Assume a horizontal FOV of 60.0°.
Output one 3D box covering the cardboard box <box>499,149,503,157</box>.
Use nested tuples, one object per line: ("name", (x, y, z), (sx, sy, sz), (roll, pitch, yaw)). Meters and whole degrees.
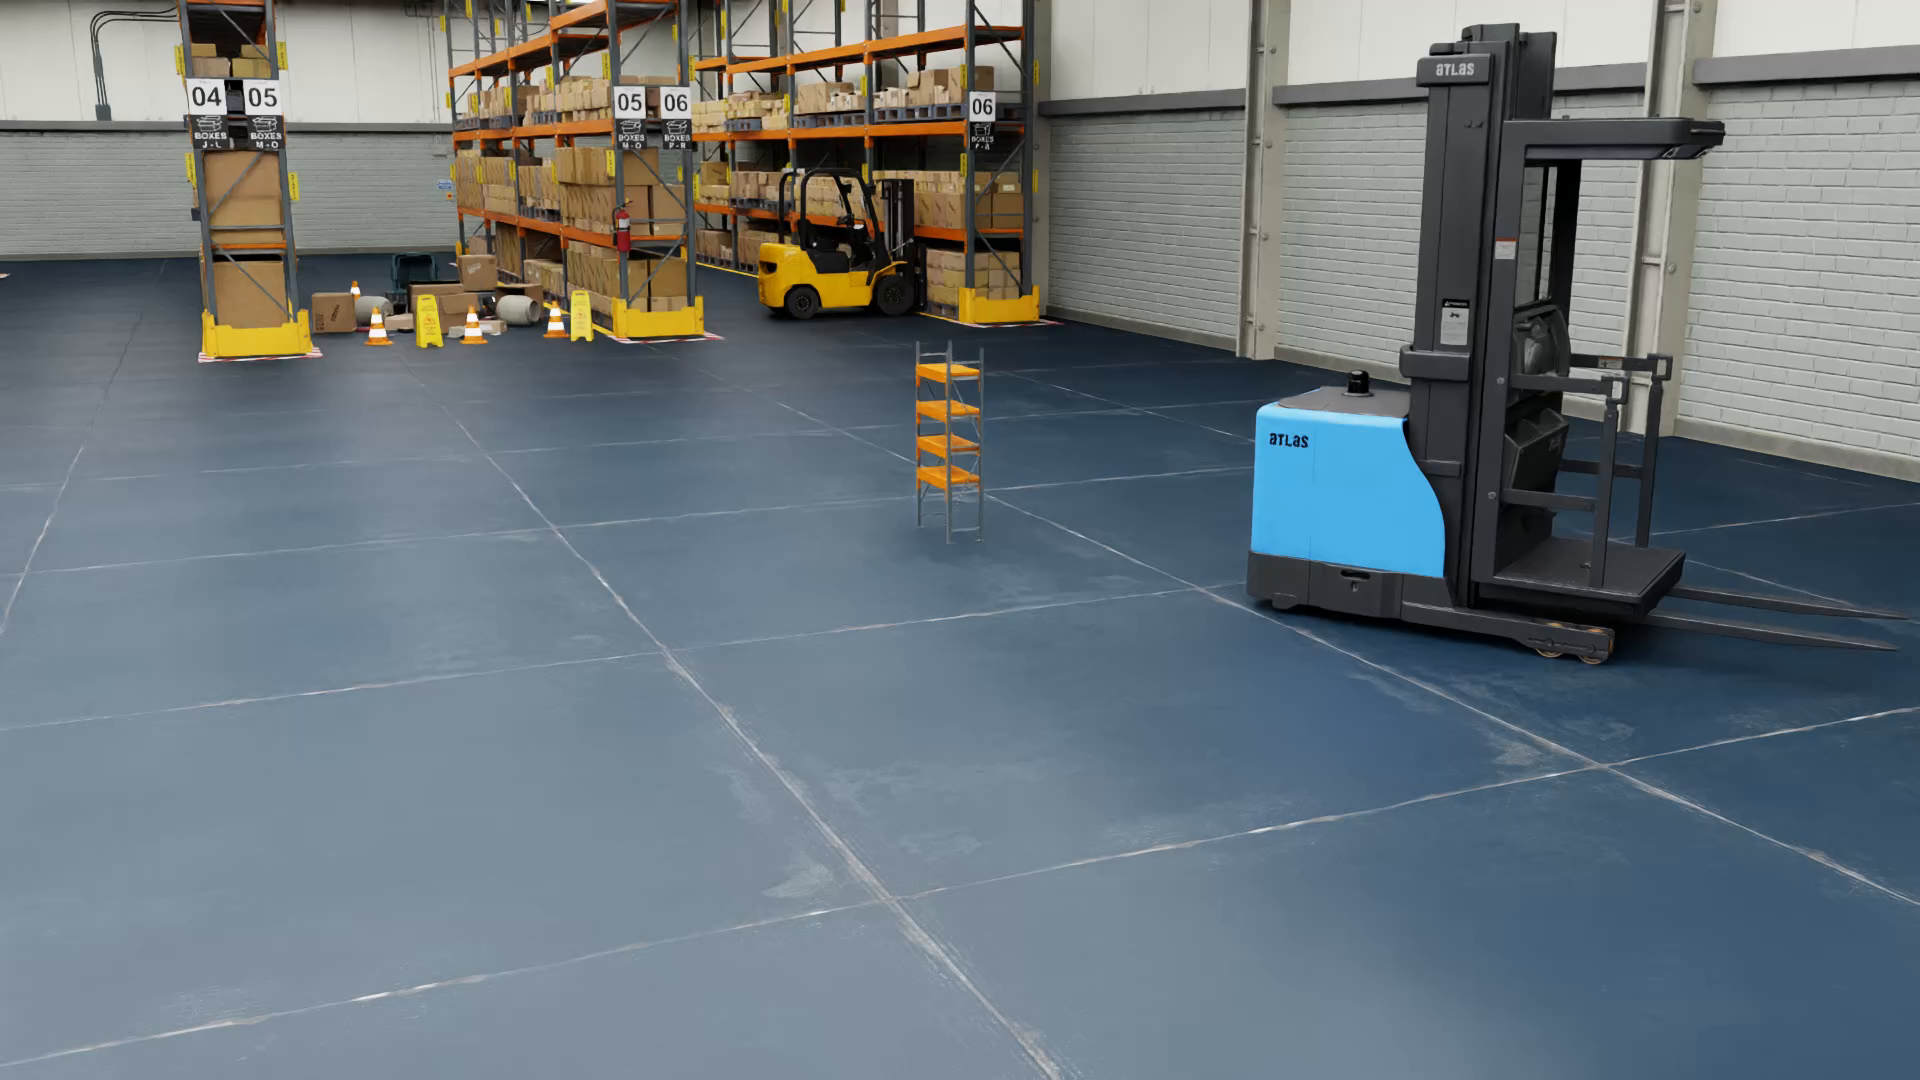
("cardboard box", (-9.218, -7.619, 32.760), (0.380, 0.149, 0.250), (-5, 14, -22))

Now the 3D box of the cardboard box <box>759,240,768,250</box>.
("cardboard box", (-3.642, -5.663, 32.800), (0.500, 0.500, 0.500), (-6, 14, -25))

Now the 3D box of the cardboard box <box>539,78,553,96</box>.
("cardboard box", (-6.370, -7.169, 26.332), (0.500, 0.250, 0.500), (-5, 14, -22))

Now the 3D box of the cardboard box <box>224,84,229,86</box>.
("cardboard box", (-9.538, -5.895, 21.054), (0.500, 0.250, 0.500), (-5, 14, -22))

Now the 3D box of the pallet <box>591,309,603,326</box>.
("pallet", (-4.798, -3.269, 24.025), (1.003, 0.211, 1.213), (-6, 14, -23))

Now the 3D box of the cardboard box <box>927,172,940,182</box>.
("cardboard box", (-0.274, -5.404, 24.748), (0.380, 0.149, 0.250), (-5, 14, -22))

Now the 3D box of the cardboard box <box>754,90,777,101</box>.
("cardboard box", (-3.928, -8.948, 33.551), (0.396, 0.266, 0.258), (-6, 14, -23))

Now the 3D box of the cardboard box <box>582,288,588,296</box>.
("cardboard box", (-5.164, -3.515, 24.073), (0.500, 0.250, 0.500), (-6, 14, -24))

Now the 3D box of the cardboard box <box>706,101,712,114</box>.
("cardboard box", (-5.079, -9.186, 35.320), (0.500, 0.250, 0.500), (-5, 14, -22))

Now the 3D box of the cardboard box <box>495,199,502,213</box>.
("cardboard box", (-8.271, -6.162, 30.675), (0.500, 0.250, 0.500), (-6, 14, -24))

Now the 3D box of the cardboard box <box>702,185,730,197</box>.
("cardboard box", (-5.285, -7.585, 36.164), (0.500, 0.250, 0.500), (-6, 14, -24))

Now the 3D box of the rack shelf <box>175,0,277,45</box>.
("rack shelf", (-9.286, -6.512, 21.030), (1.077, 0.370, 4.000), (-6, 14, -23))

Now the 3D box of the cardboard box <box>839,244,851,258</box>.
("cardboard box", (-1.569, -4.780, 28.705), (0.875, 0.625, 0.625), (-6, 14, -24))

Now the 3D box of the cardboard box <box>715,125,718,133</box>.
("cardboard box", (-4.954, -8.662, 35.049), (0.380, 0.149, 0.250), (-6, 14, -23))

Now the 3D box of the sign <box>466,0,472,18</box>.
("sign", (-9.315, -10.078, 31.534), (0.100, 0.325, 0.005), (-6, 14, -23))

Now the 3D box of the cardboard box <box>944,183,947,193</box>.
("cardboard box", (-0.016, -5.158, 24.345), (0.380, 0.149, 0.250), (-5, 14, -22))

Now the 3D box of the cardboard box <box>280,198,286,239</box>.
("cardboard box", (-9.024, -4.105, 21.123), (0.875, 0.550, 0.550), (-6, 14, -23))

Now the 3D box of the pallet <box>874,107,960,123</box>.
("pallet", (-0.680, -6.709, 26.248), (1.003, 0.211, 1.213), (-6, 14, -23))

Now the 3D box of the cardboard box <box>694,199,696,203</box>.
("cardboard box", (-5.828, -7.680, 37.459), (0.380, 0.149, 0.250), (-5, 14, -22))

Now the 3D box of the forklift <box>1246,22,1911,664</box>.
("forklift", (3.034, -0.978, 8.097), (3.031, 2.935, 1.130), (8, 15, 32))

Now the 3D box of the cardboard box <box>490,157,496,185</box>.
("cardboard box", (-8.456, -6.881, 31.008), (0.500, 0.500, 0.500), (-6, 14, -24))

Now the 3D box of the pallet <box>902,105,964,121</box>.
("pallet", (-0.195, -6.457, 25.161), (1.003, 0.211, 1.213), (-6, 14, -23))

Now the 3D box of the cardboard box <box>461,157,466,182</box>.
("cardboard box", (-10.041, -7.694, 34.521), (0.500, 0.500, 0.500), (-6, 14, -23))

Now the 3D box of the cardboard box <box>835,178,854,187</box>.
("cardboard box", (-1.925, -6.141, 28.591), (0.380, 0.149, 0.250), (-5, 14, -22))

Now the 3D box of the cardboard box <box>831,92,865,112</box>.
("cardboard box", (-1.866, -7.422, 28.177), (0.500, 0.311, 0.500), (-6, 14, -25))

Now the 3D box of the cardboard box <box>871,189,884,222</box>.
("cardboard box", (-1.107, -5.398, 26.818), (0.500, 0.500, 0.500), (-6, 14, -25))

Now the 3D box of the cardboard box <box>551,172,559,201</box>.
("cardboard box", (-5.987, -5.488, 25.618), (0.500, 0.500, 0.500), (-6, 14, -24))

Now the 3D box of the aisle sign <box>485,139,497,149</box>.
("aisle sign", (-10.144, -8.804, 35.991), (0.394, 0.787, 0.004), (-6, 14, -23))

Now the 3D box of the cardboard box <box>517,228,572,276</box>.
("cardboard box", (-7.395, -5.161, 29.799), (0.875, 0.875, 0.875), (-6, 14, -23))

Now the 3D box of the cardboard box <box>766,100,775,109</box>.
("cardboard box", (-3.473, -8.279, 31.624), (0.380, 0.149, 0.250), (-6, 14, -24))

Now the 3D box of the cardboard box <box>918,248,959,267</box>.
("cardboard box", (-0.335, -4.265, 25.096), (0.500, 0.250, 0.500), (-5, 14, -22))

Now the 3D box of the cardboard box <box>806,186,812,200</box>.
("cardboard box", (-2.494, -6.244, 29.920), (0.500, 0.250, 0.500), (-5, 14, -21))

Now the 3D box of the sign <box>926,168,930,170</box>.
("sign", (-0.538, -5.975, 27.439), (0.100, 0.325, 0.005), (-6, 14, -23))

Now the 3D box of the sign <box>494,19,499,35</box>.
("sign", (-9.896, -10.957, 35.508), (0.100, 0.325, 0.005), (-6, 14, -23))

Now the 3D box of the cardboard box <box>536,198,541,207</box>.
("cardboard box", (-6.825, -5.616, 27.610), (0.380, 0.149, 0.250), (-5, 14, -20))

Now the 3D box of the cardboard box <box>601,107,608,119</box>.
("cardboard box", (-4.519, -5.625, 21.925), (0.380, 0.149, 0.250), (-6, 14, -23))

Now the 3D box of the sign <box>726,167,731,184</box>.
("sign", (-4.744, -7.488, 34.153), (0.100, 0.325, 0.005), (-6, 14, -23))

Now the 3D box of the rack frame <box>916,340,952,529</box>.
("rack frame", (-0.164, -0.669, 10.600), (0.240, 1.200, 0.015), (-6, 14, -23))

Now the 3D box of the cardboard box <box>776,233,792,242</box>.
("cardboard box", (-3.345, -5.843, 32.139), (0.380, 0.149, 0.250), (-5, 14, -21))

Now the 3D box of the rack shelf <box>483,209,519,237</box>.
("rack shelf", (-7.995, -5.904, 30.824), (1.077, 0.370, 4.000), (-6, 14, -23))

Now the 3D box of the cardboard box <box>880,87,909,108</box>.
("cardboard box", (-0.935, -6.942, 26.103), (0.500, 0.311, 0.500), (-5, 14, -22))

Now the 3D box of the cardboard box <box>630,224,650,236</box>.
("cardboard box", (-4.335, -4.124, 22.095), (0.380, 0.149, 0.250), (-5, 14, -21))

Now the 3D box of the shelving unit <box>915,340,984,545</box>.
("shelving unit", (-0.066, -0.619, 10.382), (0.258, 1.200, 0.503), (-6, 14, -23))

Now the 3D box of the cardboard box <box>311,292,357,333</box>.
("cardboard box", (-8.525, -3.103, 22.662), (0.500, 0.500, 0.500), (-3, 13, -13))

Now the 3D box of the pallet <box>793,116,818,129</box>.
("pallet", (-2.294, -7.528, 30.010), (1.213, 0.211, 1.003), (-5, 14, -20))

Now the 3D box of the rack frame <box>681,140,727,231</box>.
("rack frame", (-5.852, -7.944, 38.040), (1.000, 3.000, 0.127), (-6, 14, -23))

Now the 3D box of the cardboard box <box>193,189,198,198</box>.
("cardboard box", (-12.304, -5.662, 27.147), (0.380, 0.149, 0.250), (-5, 14, -22))

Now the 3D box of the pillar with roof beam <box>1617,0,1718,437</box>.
("pillar with roof beam", (1.966, -4.918, 11.662), (9.100, 9.000, 0.400), (-6, 14, -23))

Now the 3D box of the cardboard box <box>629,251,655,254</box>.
("cardboard box", (-4.698, -3.937, 24.234), (0.500, 0.500, 0.500), (-5, 14, -20))

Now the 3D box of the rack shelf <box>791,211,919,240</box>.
("rack shelf", (-1.847, -5.527, 29.194), (1.077, 0.370, 4.000), (-6, 14, -23))

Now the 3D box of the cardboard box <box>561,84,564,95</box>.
("cardboard box", (-5.634, -6.597, 24.358), (0.380, 0.149, 0.250), (-5, 14, -21))

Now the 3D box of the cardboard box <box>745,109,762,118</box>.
("cardboard box", (-3.990, -8.348, 32.538), (0.380, 0.149, 0.250), (-5, 14, -22))

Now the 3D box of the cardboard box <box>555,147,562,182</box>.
("cardboard box", (-5.614, -5.586, 24.752), (0.700, 0.500, 0.500), (-6, 14, -24))

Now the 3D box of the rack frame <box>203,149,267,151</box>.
("rack frame", (-11.689, -5.374, 26.936), (1.000, 3.000, 0.127), (-6, 14, -23))

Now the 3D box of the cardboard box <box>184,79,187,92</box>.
("cardboard box", (-8.928, -5.351, 19.591), (0.380, 0.149, 0.250), (-6, 14, -23))
